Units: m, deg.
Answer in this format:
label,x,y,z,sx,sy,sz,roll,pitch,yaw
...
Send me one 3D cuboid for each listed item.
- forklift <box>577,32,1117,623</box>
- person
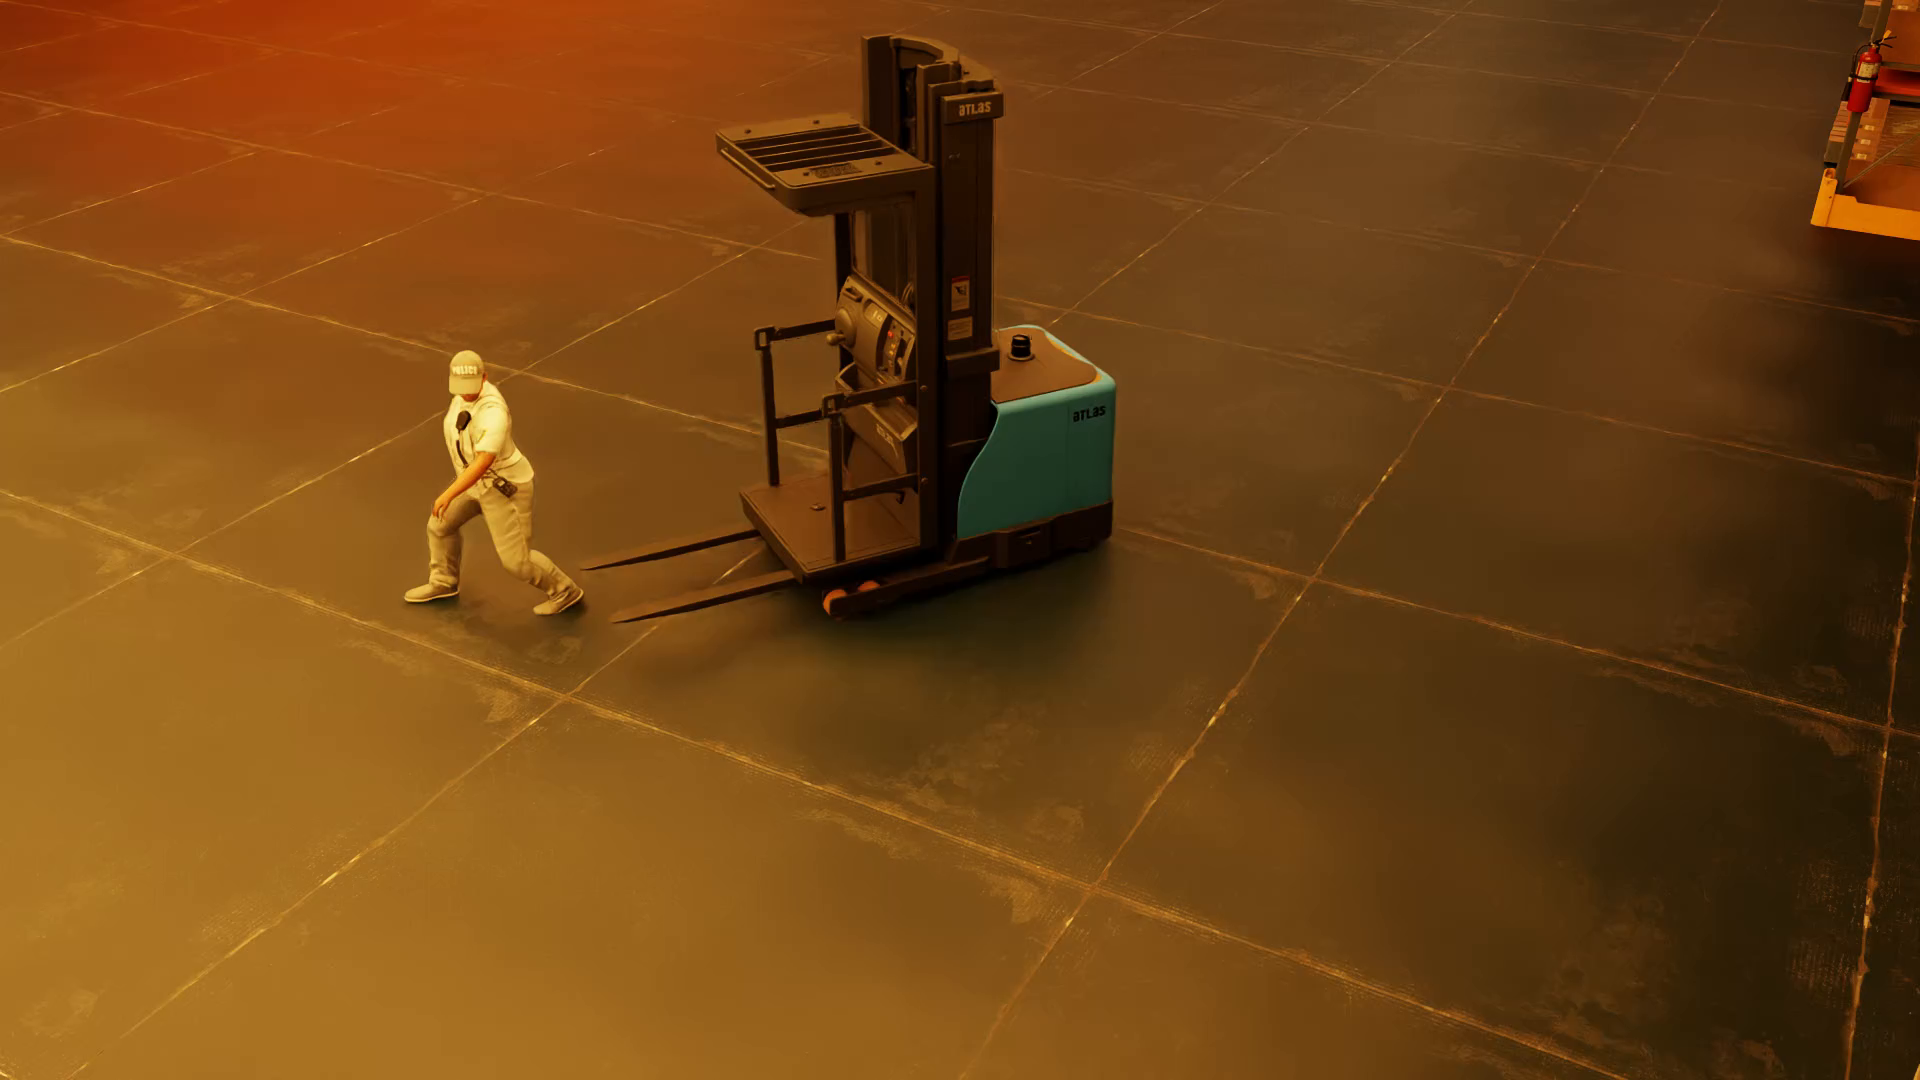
label,x,y,z,sx,sy,sz,roll,pitch,yaw
forklift,-0.643,-1.128,9.026,3.031,2.935,1.130,-14,33,-23
person,-2.629,-0.308,9.000,0.767,1.585,0.743,-22,37,-33
